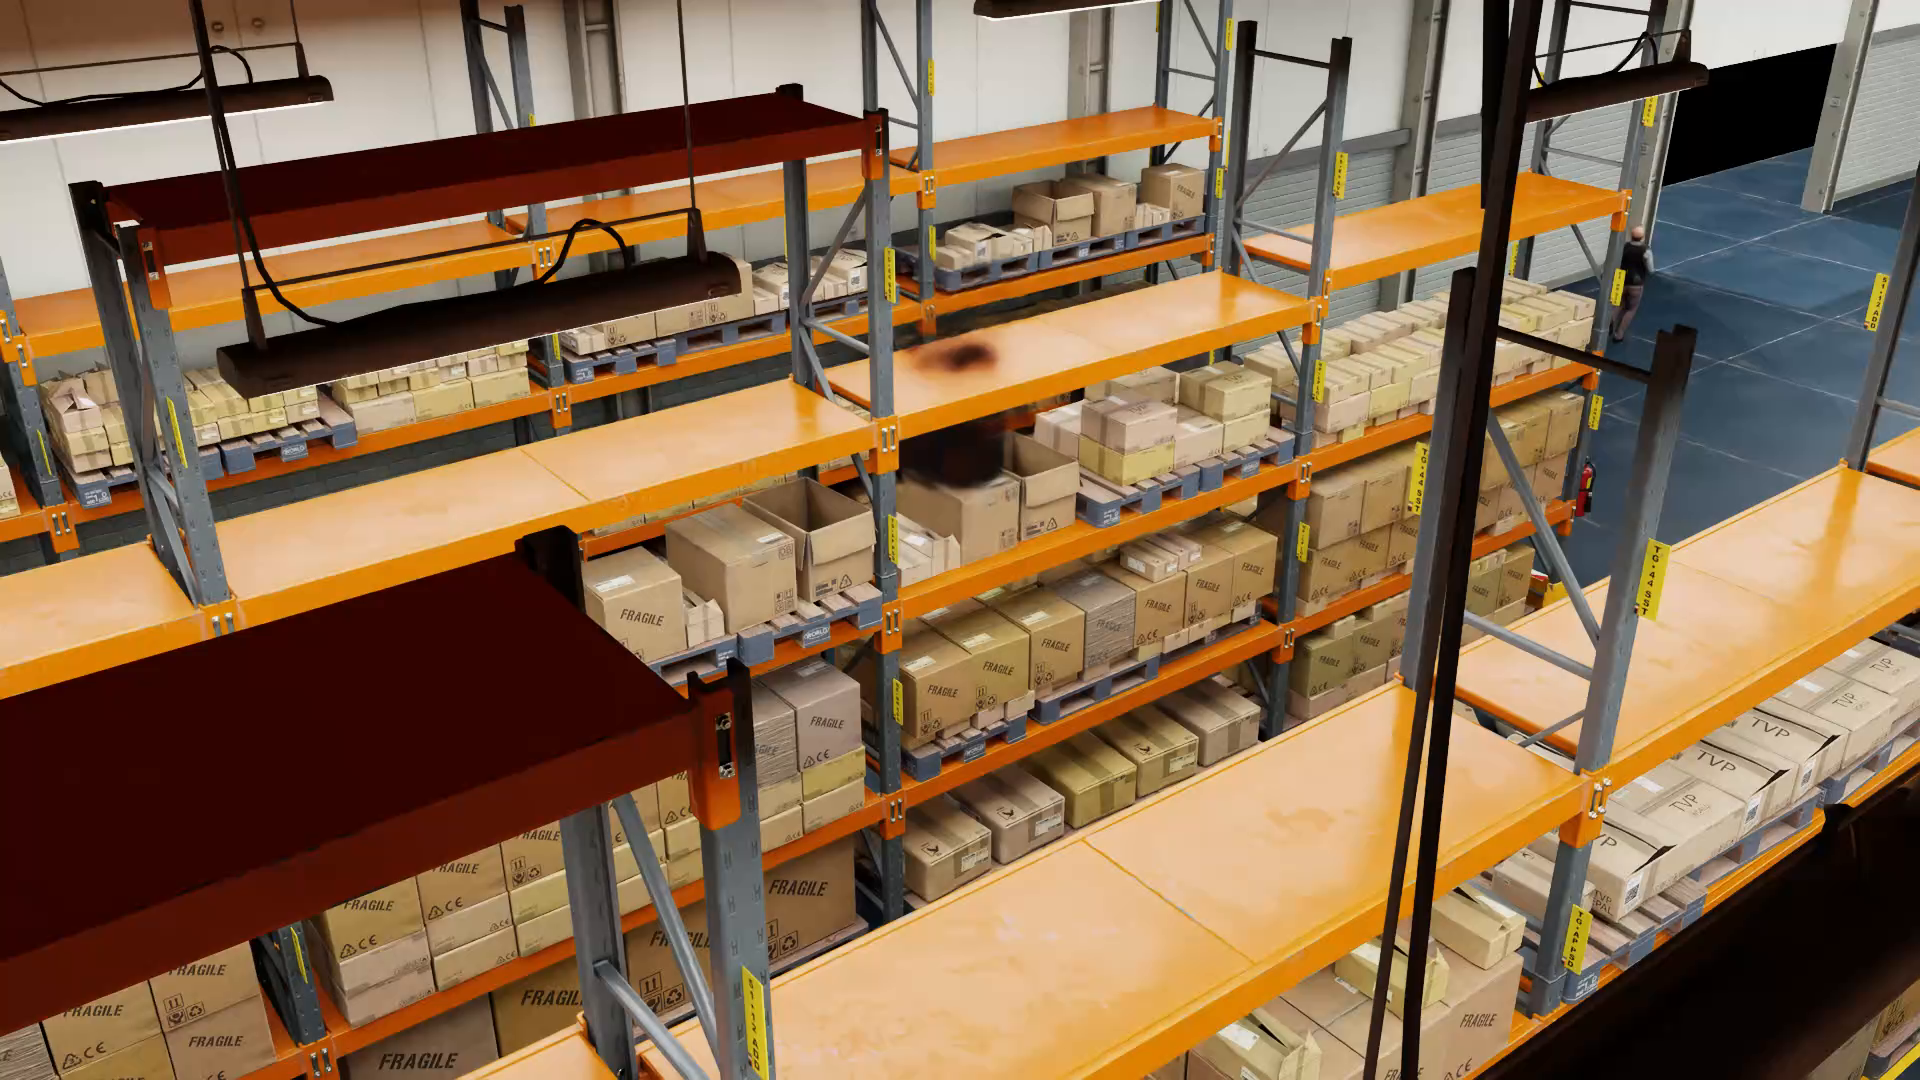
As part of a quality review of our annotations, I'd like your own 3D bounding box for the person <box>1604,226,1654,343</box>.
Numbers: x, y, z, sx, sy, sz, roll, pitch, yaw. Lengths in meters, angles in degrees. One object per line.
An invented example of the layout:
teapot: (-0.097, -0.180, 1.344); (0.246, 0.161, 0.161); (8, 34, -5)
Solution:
person: (9.526, -3.655, 23.670); (0.653, 1.680, 0.568); (22, 33, 37)
